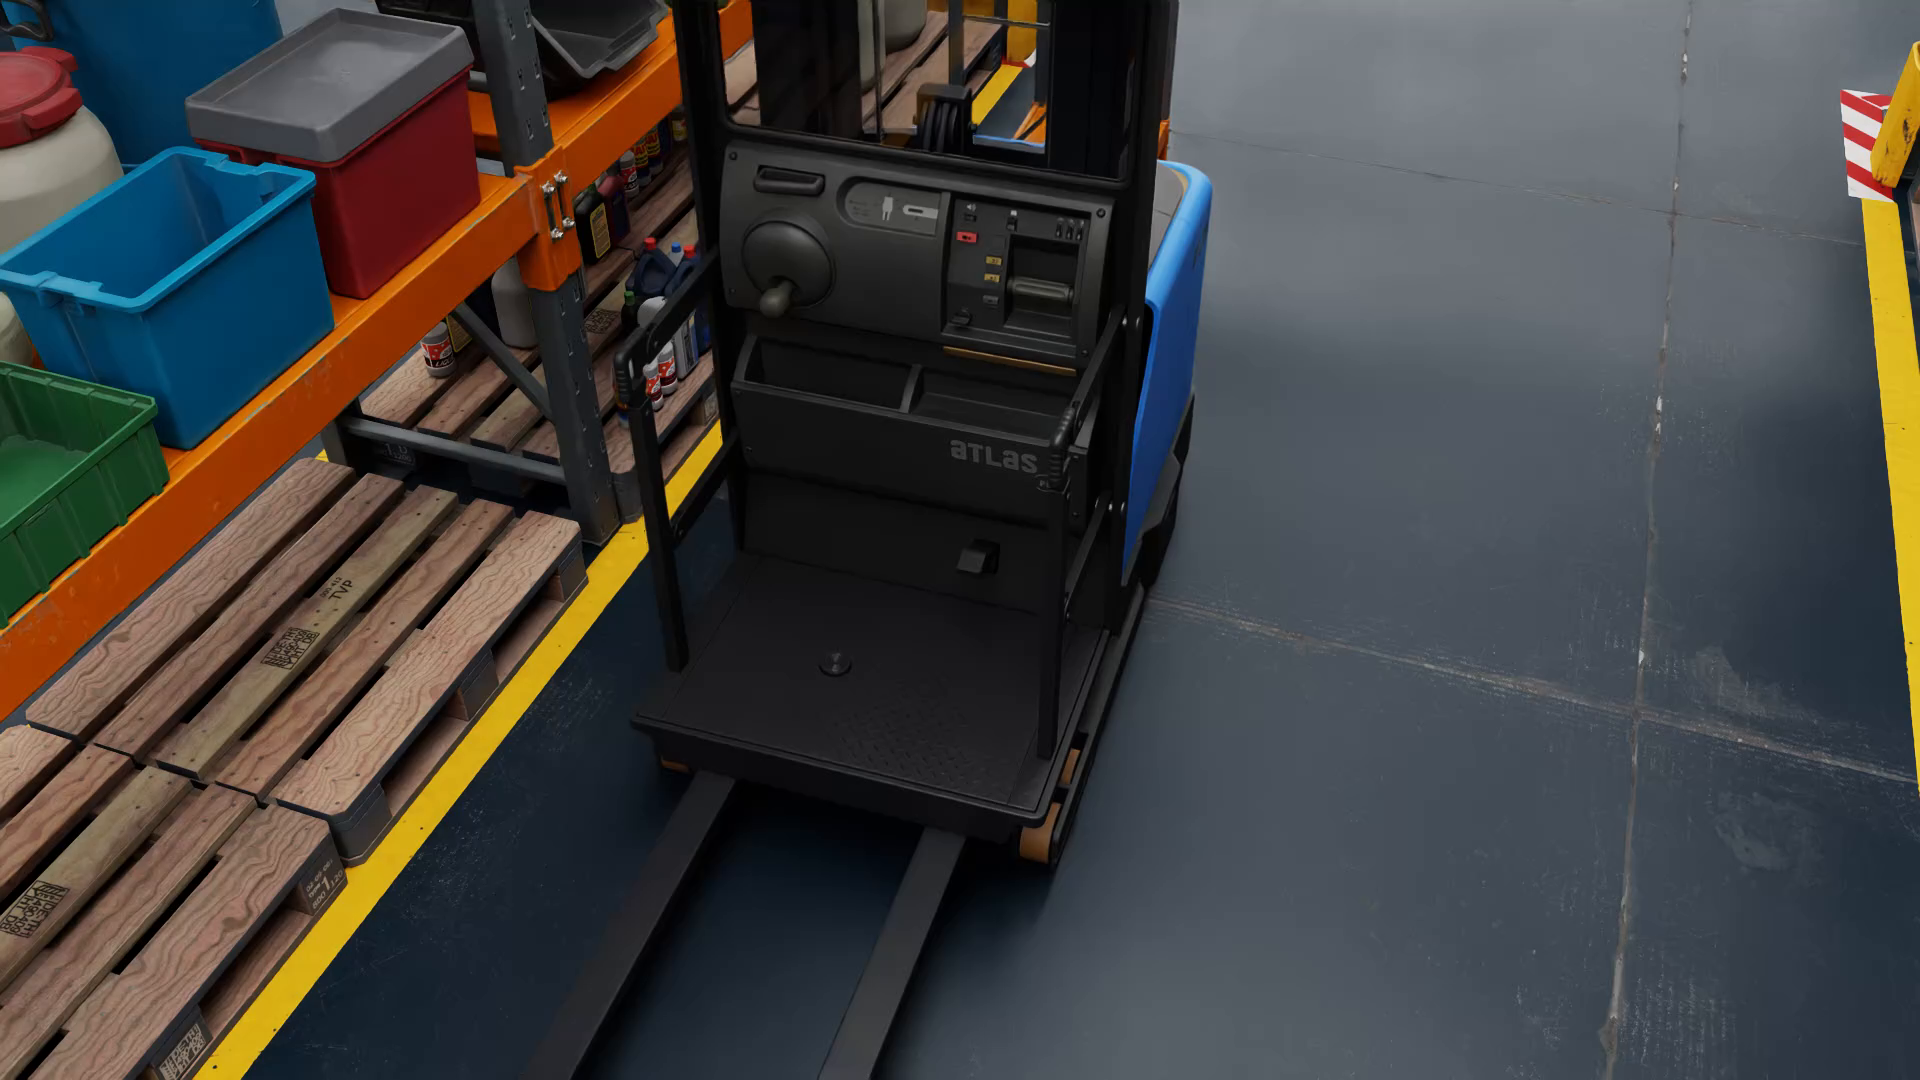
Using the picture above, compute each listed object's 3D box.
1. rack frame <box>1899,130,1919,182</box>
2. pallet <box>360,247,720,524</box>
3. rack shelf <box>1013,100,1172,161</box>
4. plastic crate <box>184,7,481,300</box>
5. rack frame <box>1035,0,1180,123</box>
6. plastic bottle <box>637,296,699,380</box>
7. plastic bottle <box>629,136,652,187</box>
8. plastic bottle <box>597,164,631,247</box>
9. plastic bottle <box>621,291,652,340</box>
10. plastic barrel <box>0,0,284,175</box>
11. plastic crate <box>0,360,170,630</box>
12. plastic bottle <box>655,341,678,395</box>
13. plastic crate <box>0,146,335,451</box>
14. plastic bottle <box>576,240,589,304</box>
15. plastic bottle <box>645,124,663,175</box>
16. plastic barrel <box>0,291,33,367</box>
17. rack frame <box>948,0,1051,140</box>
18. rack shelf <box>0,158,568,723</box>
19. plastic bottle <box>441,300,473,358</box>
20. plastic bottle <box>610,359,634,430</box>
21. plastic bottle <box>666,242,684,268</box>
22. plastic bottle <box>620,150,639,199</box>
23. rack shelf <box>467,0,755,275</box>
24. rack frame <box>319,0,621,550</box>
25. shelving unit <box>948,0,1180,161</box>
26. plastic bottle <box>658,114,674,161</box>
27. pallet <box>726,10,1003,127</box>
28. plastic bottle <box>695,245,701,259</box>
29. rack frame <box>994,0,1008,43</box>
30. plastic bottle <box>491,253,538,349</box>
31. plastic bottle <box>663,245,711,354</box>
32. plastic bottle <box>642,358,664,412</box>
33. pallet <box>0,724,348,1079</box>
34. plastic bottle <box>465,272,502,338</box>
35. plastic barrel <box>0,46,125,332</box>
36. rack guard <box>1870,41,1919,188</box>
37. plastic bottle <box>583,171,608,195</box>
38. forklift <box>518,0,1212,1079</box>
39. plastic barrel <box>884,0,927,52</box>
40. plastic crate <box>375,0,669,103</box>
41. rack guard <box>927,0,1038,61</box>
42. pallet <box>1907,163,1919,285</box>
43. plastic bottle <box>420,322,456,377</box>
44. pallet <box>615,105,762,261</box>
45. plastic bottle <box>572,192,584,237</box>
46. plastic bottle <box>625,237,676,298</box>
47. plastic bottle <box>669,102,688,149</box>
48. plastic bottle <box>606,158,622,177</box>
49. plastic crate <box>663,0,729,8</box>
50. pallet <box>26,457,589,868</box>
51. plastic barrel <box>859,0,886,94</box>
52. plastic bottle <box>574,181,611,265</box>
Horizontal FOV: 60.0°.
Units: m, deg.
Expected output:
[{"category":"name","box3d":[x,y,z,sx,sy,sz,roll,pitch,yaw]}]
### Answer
[{"category":"rack frame","box3d":[4.449,-2.598,5.984,1.000,3.000,0.127,13,42,15]},{"category":"pallet","box3d":[-1.303,-0.600,5.790,1.003,0.211,1.213,13,42,15]},{"category":"rack shelf","box3d":[0.363,-1.197,5.774,0.538,0.185,1.000,12,42,13]},{"category":"plastic crate","box3d":[-1.450,-0.921,3.969,0.402,0.464,0.583,13,42,15]},{"category":"rack frame","box3d":[0.518,-1.648,6.026,0.500,1.500,0.032,12,42,13]},{"category":"plastic bottle","box3d":[-0.967,-0.692,5.509,0.152,0.276,0.135,15,43,17]},{"category":"plastic bottle","box3d":[-1.269,-1.523,6.487,0.097,0.271,0.097,0,40,0]},{"category":"plastic bottle","box3d":[-1.287,-1.240,6.146,0.061,0.283,0.133,13,42,15]},{"category":"plastic bottle","box3d":[-1.067,-0.718,5.534,0.061,0.283,0.133,13,42,15]},{"category":"plastic barrel","box3d":[-1.989,-1.282,4.056,0.600,0.901,0.708,13,42,15]},{"category":"plastic crate","box3d":[-1.903,-0.055,3.166,0.450,0.188,0.662,13,42,15]},{"category":"plastic bottle","box3d":[-0.982,-0.584,5.441,0.097,0.201,0.097,0,40,0]},{"category":"plastic crate","box3d":[-1.657,-0.512,3.552,0.392,0.384,0.575,13,42,15]},{"category":"plastic bottle","box3d":[-1.410,-0.948,5.809,0.152,0.276,0.135,13,42,15]},{"category":"plastic bottle","box3d":[-1.235,-1.584,6.558,0.097,0.271,0.097,0,40,0]},{"category":"plastic barrel","box3d":[-2.169,-0.434,3.555,0.301,0.262,0.301,0,40,0]},{"category":"rack frame","box3d":[0.209,-1.019,5.289,0.500,1.500,0.032,12,42,13]},{"category":"rack shelf","box3d":[-2.256,0.233,3.220,1.077,0.370,4.000,13,42,15]},{"category":"plastic bottle","box3d":[-1.718,-0.761,5.585,0.061,0.283,0.133,15,43,17]},{"category":"plastic bottle","box3d":[-1.051,-0.487,5.272,0.097,0.271,0.097,0,40,0]},{"category":"plastic bottle","box3d":[-0.970,-0.905,5.763,0.097,0.271,0.097,0,40,0]},{"category":"plastic bottle","box3d":[-1.303,-1.436,6.439,0.097,0.201,0.097,0,40,0]},{"category":"rack shelf","box3d":[-0.888,-2.206,6.079,1.077,0.370,4.000,13,42,15]},{"category":"rack frame","box3d":[-1.572,-1.260,4.416,1.000,3.000,0.127,13,42,15]},{"category":"shelving unit","box3d":[0.360,-1.328,5.651,0.587,1.500,1.083,12,42,13]},{"category":"plastic bottle","box3d":[-1.212,-1.663,6.642,0.061,0.283,0.133,14,42,16]},{"category":"pallet","box3d":[-0.469,-2.088,7.535,1.003,0.211,1.213,13,42,15]},{"category":"plastic bottle","box3d":[-0.842,-0.935,5.737,0.144,0.351,0.185,12,42,13]},{"category":"rack frame","box3d":[-0.204,-3.700,7.276,1.000,3.000,0.127,13,42,15]},{"category":"plastic bottle","box3d":[-1.487,-0.845,5.631,0.144,0.351,0.185,13,42,15]},{"category":"plastic bottle","box3d":[-0.906,-0.820,5.602,0.144,0.351,0.185,14,43,16]},{"category":"plastic bottle","box3d":[-1.017,-0.522,5.368,0.097,0.201,0.097,0,40,0]},{"category":"pallet","box3d":[-2.220,1.035,3.874,1.003,0.211,1.213,13,42,15]},{"category":"plastic bottle","box3d":[-1.623,-0.877,5.668,0.144,0.351,0.185,12,42,14]},{"category":"plastic barrel","box3d":[-2.106,-0.777,3.745,0.433,0.535,0.433,0,40,0]},{"category":"rack guard","box3d":[4.457,-1.662,6.813,1.175,0.500,0.348,13,42,15]},{"category":"plastic bottle","box3d":[-1.388,-1.260,6.176,0.152,0.276,0.135,14,42,16]},{"category":"forklift","box3d":[-0.178,-0.582,3.674,1.130,2.935,3.031,12,42,13]},{"category":"plastic barrel","box3d":[-0.358,-2.495,7.456,0.421,0.512,0.421,0,40,0]},{"category":"plastic crate","box3d":[-1.274,-1.528,4.777,0.767,0.338,0.504,13,42,15]},{"category":"rack guard","box3d":[-0.186,-2.692,8.020,1.175,0.500,0.348,13,42,15]},{"category":"pallet","box3d":[4.227,-1.062,6.332,1.003,0.211,1.213,13,42,15]},{"category":"plastic bottle","box3d":[-1.741,-0.653,5.522,0.097,0.201,0.097,0,40,0]},{"category":"pallet","box3d":[-0.888,-1.346,6.665,1.003,0.211,1.213,13,42,15]},{"category":"plastic bottle","box3d":[-1.447,-1.191,6.036,0.144,0.351,0.185,13,42,15]},{"category":"plastic bottle","box3d":[-1.042,-0.852,5.640,0.144,0.351,0.185,13,42,15]},{"category":"plastic bottle","box3d":[-1.153,-1.703,6.752,0.097,0.201,0.097,0,40,0]},{"category":"plastic bottle","box3d":[-1.338,-1.399,6.342,0.097,0.271,0.097,0,40,0]},{"category":"plastic crate","box3d":[-0.843,-1.945,5.382,0.450,0.188,0.662,13,42,15]},{"category":"pallet","box3d":[-1.804,0.288,4.750,1.003,0.211,1.213,13,42,15]},{"category":"plastic barrel","box3d":[-0.529,-2.189,7.098,0.421,0.512,0.421,0,40,0]},{"category":"plastic bottle","box3d":[-1.342,-1.158,6.050,0.061,0.283,0.133,13,42,15]}]
